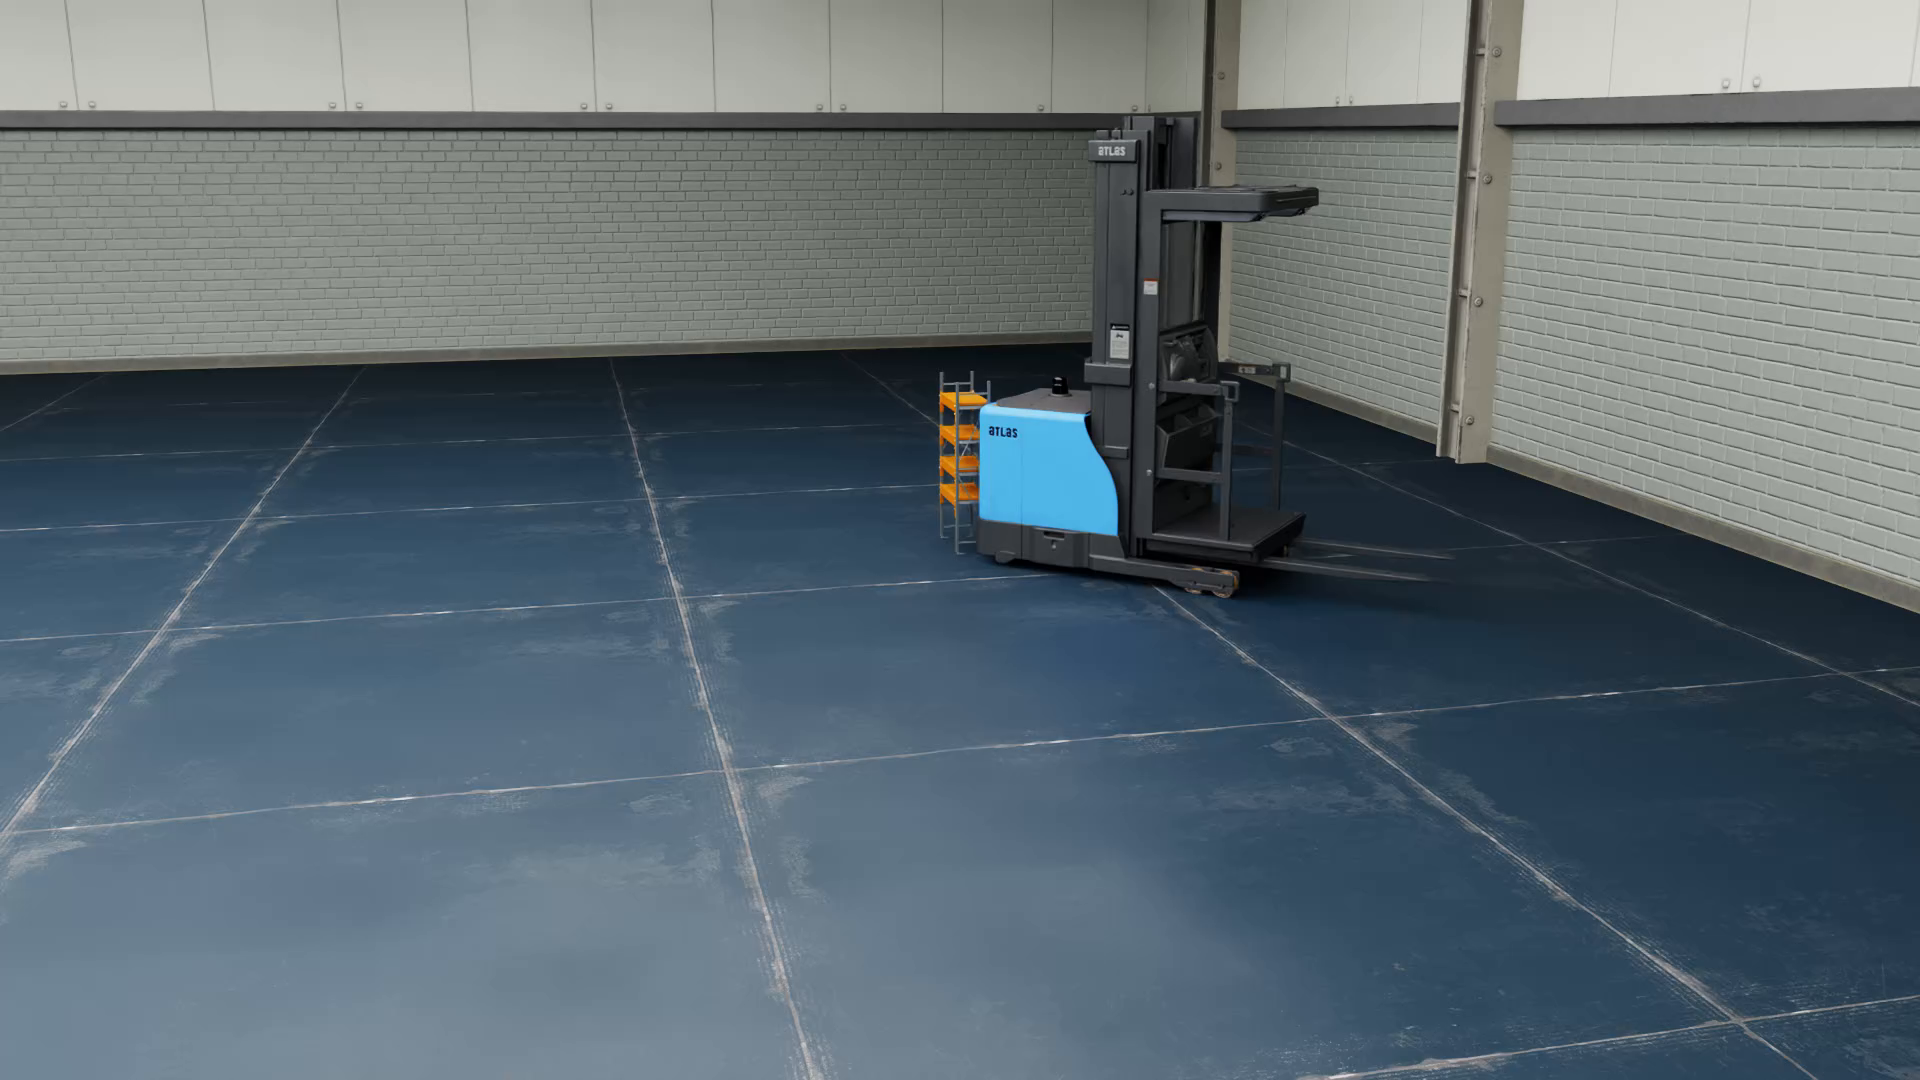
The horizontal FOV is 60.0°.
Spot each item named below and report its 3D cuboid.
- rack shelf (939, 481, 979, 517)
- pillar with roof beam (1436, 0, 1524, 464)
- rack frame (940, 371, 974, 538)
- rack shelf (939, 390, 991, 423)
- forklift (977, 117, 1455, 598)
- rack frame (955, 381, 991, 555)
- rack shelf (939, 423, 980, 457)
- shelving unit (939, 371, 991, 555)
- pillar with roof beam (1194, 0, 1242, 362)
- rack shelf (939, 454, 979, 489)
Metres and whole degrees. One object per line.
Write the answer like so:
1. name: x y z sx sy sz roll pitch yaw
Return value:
1. rack shelf: 0.032 -0.288 11.696 0.258 0.148 0.480 -3 14 -13
2. pillar with roof beam: 0.320 -4.861 12.861 9.100 9.000 0.400 -3 14 -13
3. rack frame: -0.023 -0.603 11.864 0.240 1.200 0.015 -3 14 -13
4. rack shelf: 0.033 -0.928 11.540 0.258 0.148 0.480 -3 14 -13
5. forklift: 1.657 -1.205 10.682 3.031 2.935 1.130 7 16 28
6. rack frame: 0.088 -0.490 11.402 0.240 1.200 0.015 -3 14 -13
7. rack shelf: 0.033 -0.698 11.596 0.258 0.148 0.480 -3 14 -13
8. shelving unit: 0.032 -0.546 11.633 0.258 1.200 0.503 -3 14 -13
9. pillar with roof beam: -1.089 -6.245 18.527 9.100 9.000 0.400 -3 14 -13
10. rack shelf: 0.032 -0.481 11.649 0.258 0.148 0.480 -3 14 -13
